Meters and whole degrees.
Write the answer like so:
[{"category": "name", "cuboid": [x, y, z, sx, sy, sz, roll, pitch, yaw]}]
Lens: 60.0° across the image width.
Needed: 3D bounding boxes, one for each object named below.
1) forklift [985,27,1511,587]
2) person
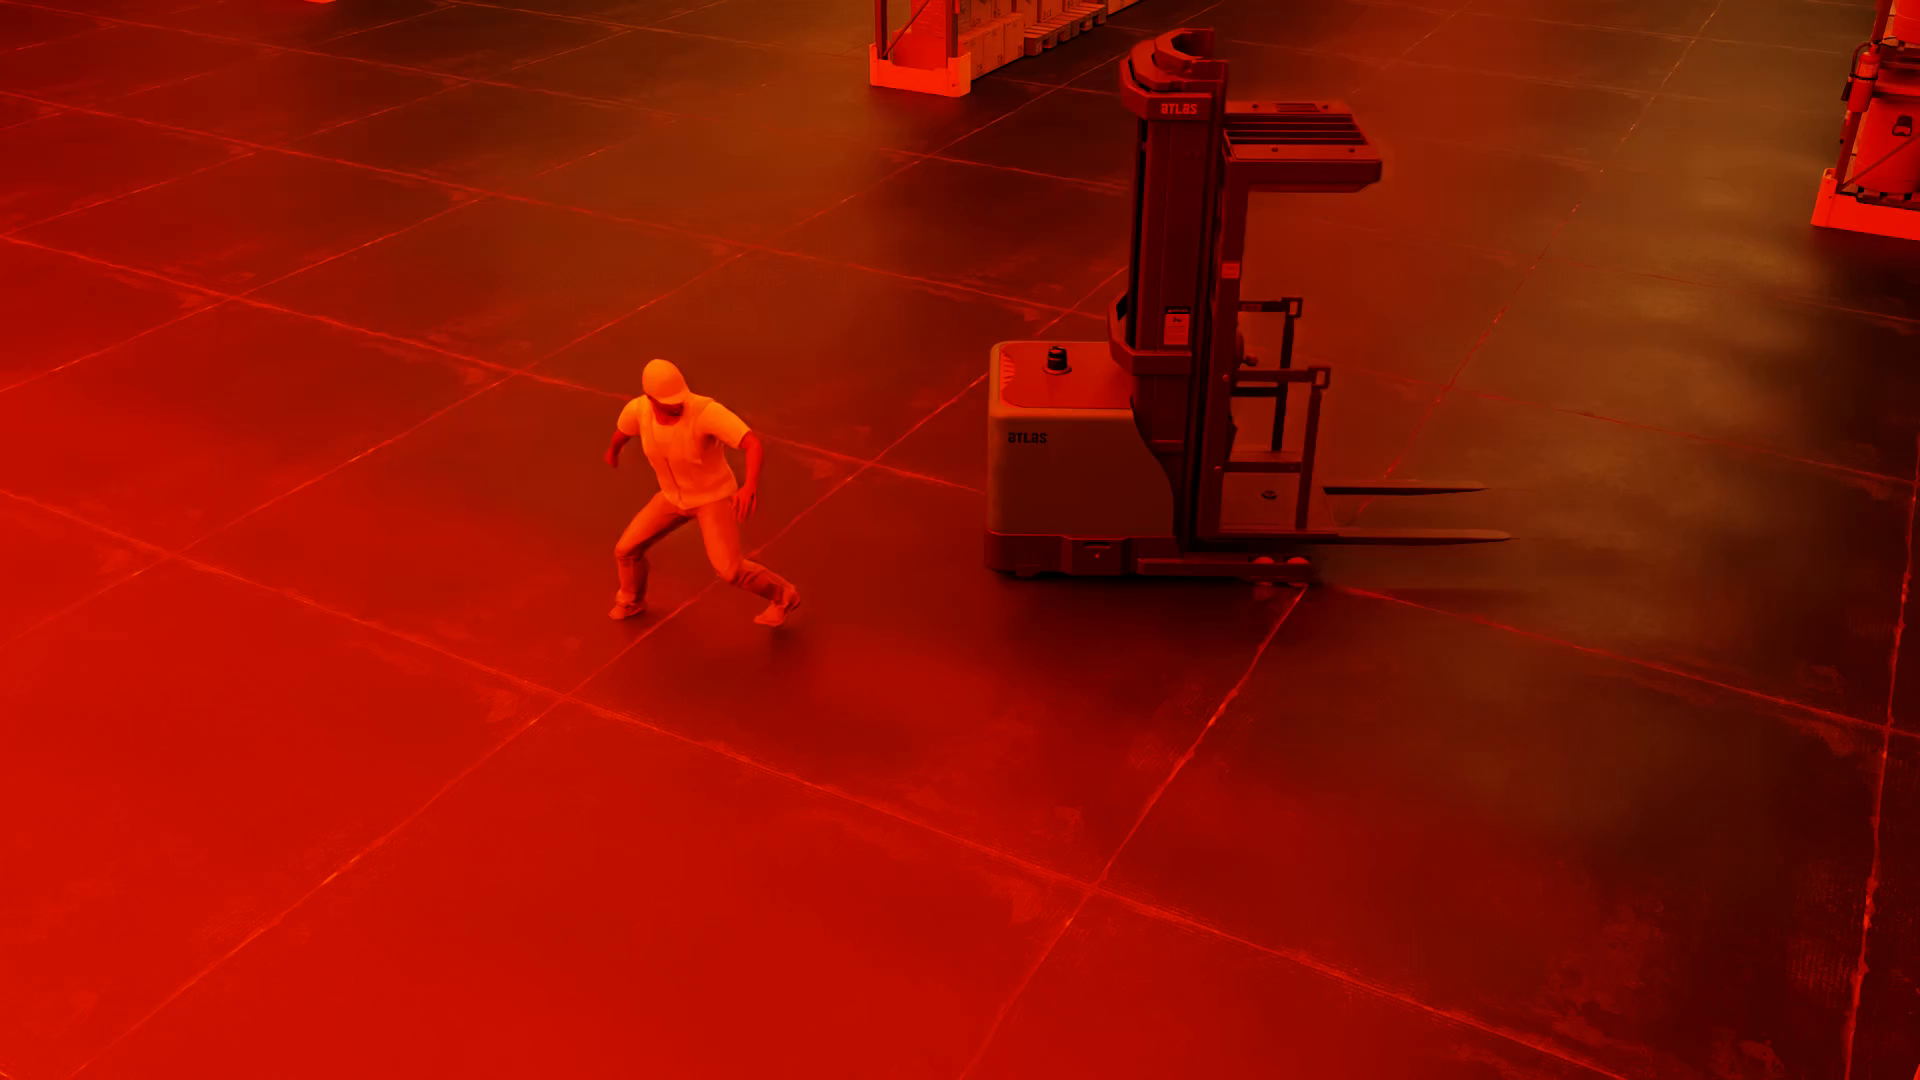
[{"category": "forklift", "cuboid": [1.669, -1.273, 9.276, 3.031, 2.935, 1.130, 1, 30, 1]}, {"category": "person", "cuboid": [-1.510, -0.232, 8.876, 1.224, 1.675, 0.556, 15, 33, 25]}]
